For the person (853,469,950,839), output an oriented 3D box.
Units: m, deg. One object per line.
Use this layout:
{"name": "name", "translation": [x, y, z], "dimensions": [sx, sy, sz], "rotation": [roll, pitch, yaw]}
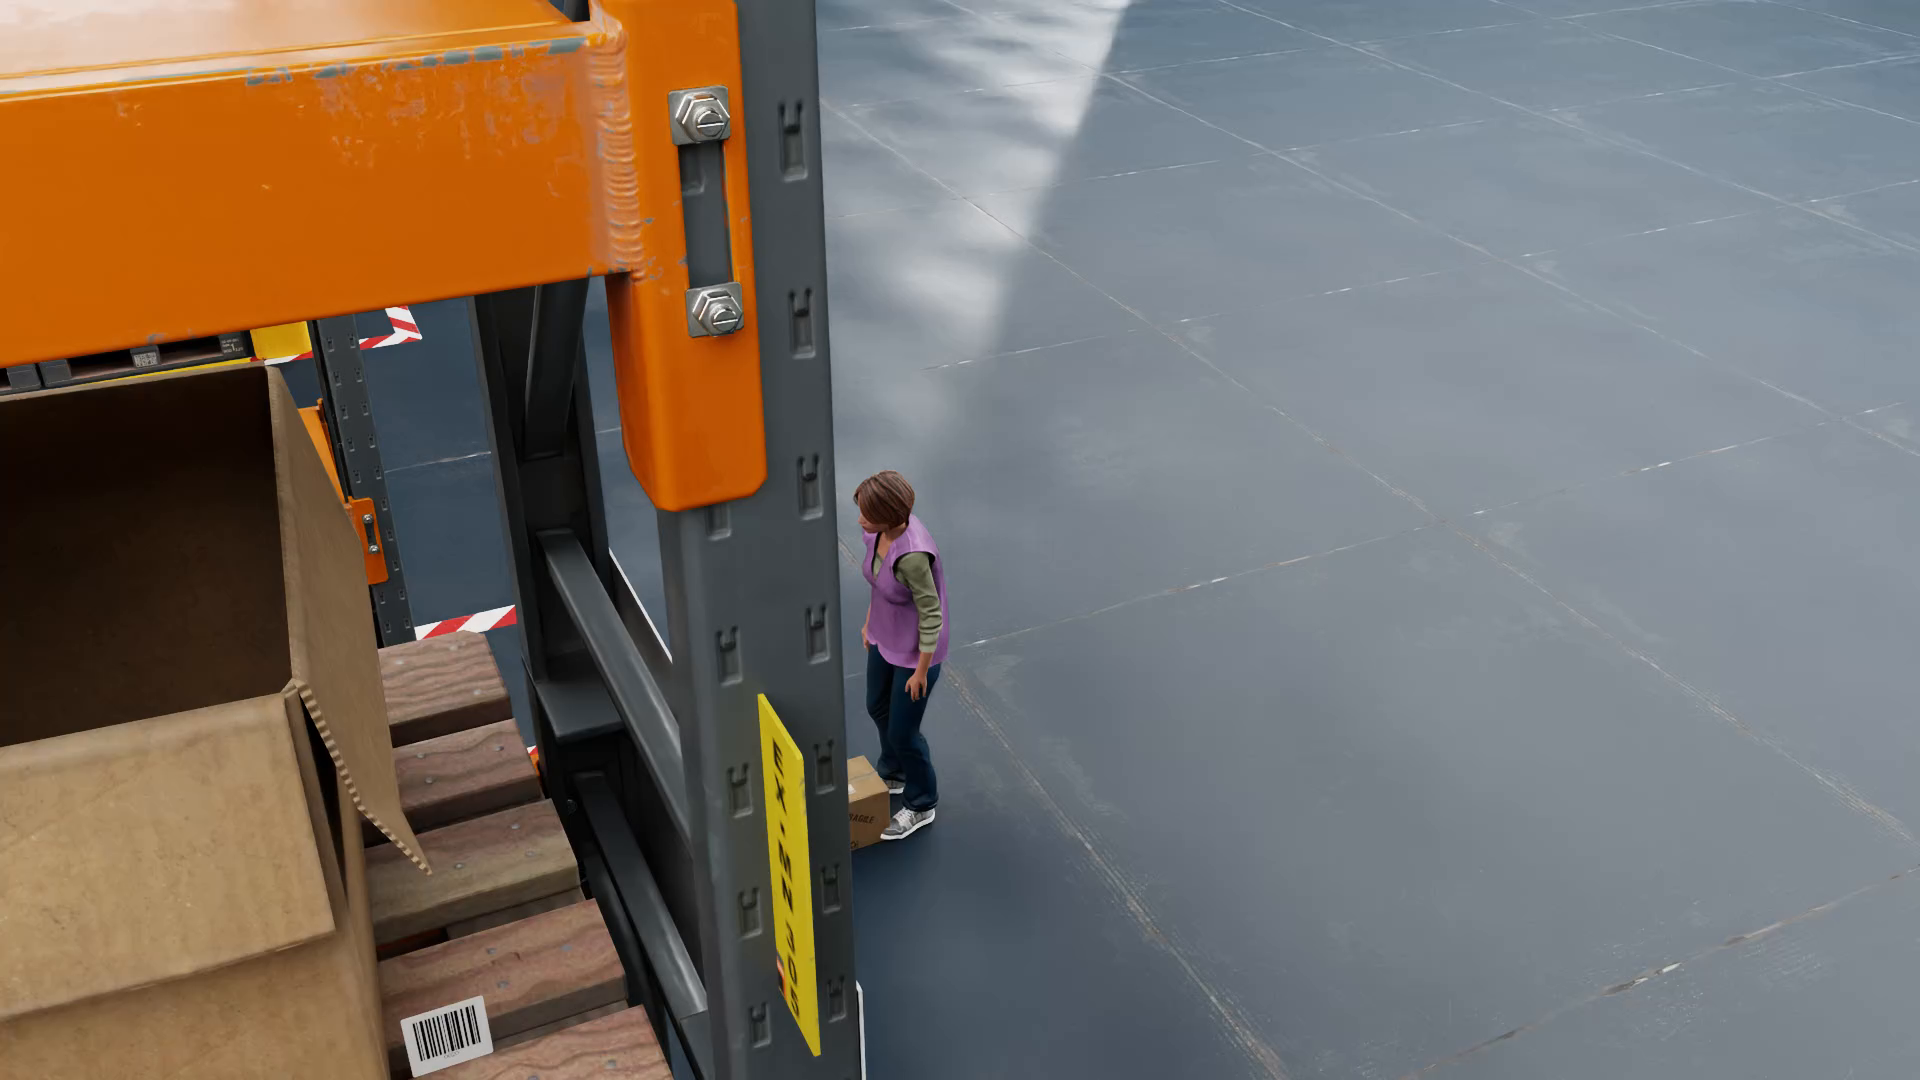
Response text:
{"name": "person", "translation": [-0.233, 0.424, 6.402], "dimensions": [0.346, 1.591, 0.479], "rotation": [-15, 33, -25]}
